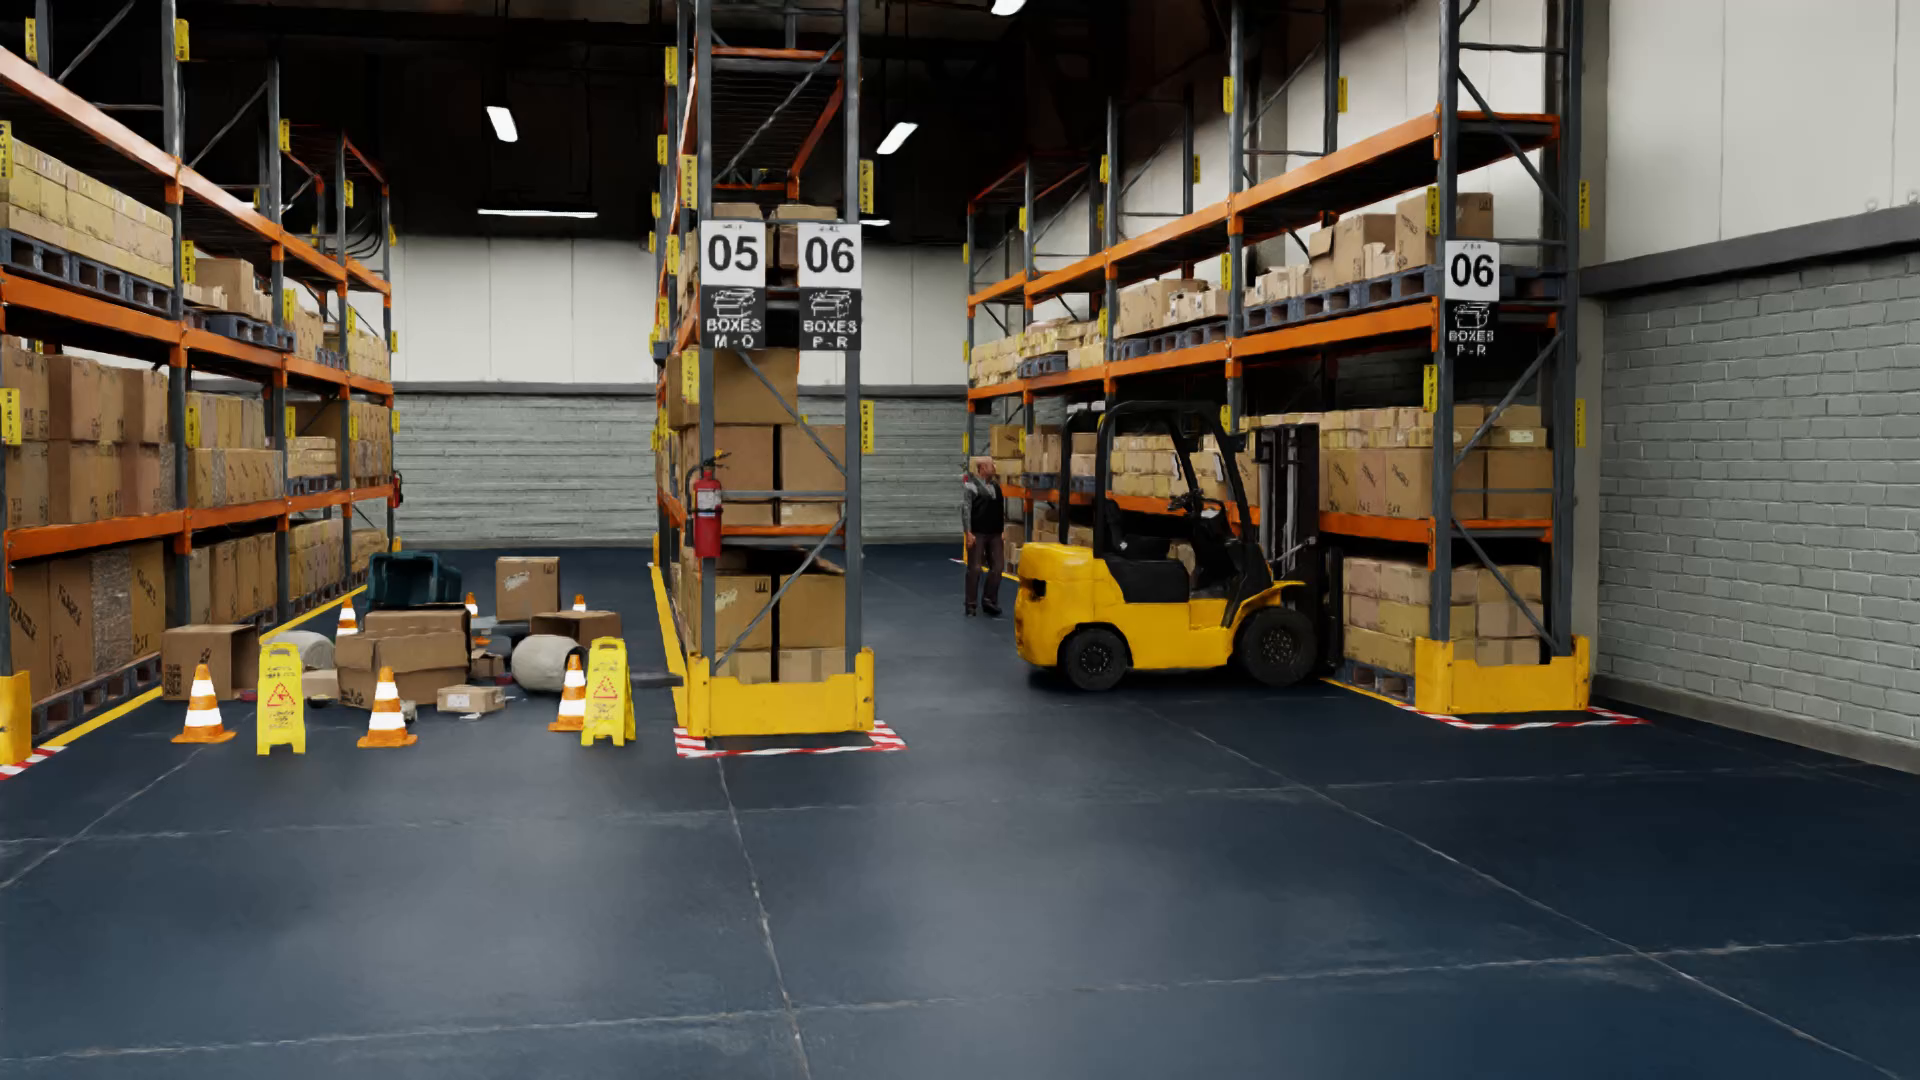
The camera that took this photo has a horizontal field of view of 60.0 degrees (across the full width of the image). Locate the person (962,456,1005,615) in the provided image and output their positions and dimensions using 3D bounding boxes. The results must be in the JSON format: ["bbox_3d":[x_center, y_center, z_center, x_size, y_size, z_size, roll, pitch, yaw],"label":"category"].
[{"bbox_3d":[0.261,-0.051,18.020,0.555,1.723,0.362,-2,4,-37],"label":"person"}]
